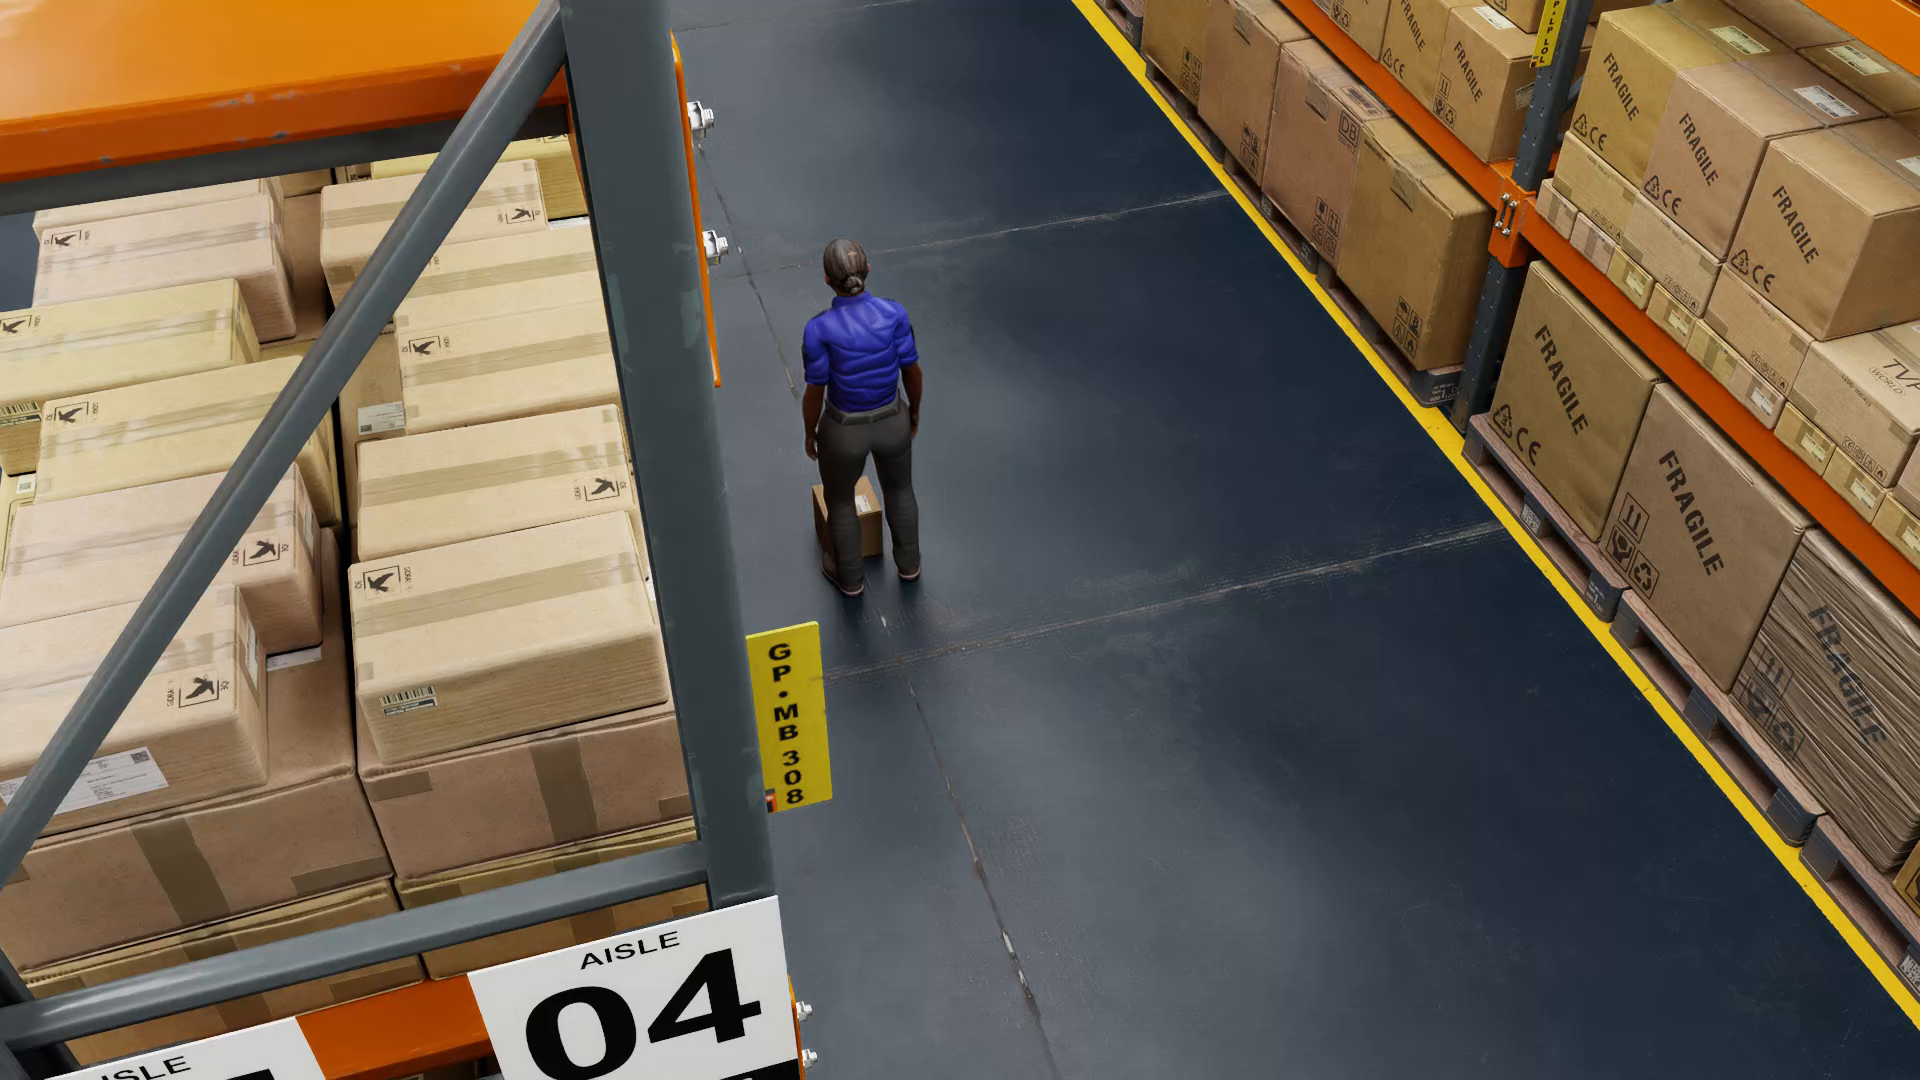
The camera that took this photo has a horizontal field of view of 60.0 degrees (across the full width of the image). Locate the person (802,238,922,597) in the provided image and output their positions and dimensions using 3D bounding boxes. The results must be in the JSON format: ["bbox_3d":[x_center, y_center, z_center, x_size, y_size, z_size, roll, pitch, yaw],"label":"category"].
[{"bbox_3d":[-0.386,-0.464,6.672,0.505,1.654,0.353,-14,44,-15],"label":"person"}]
